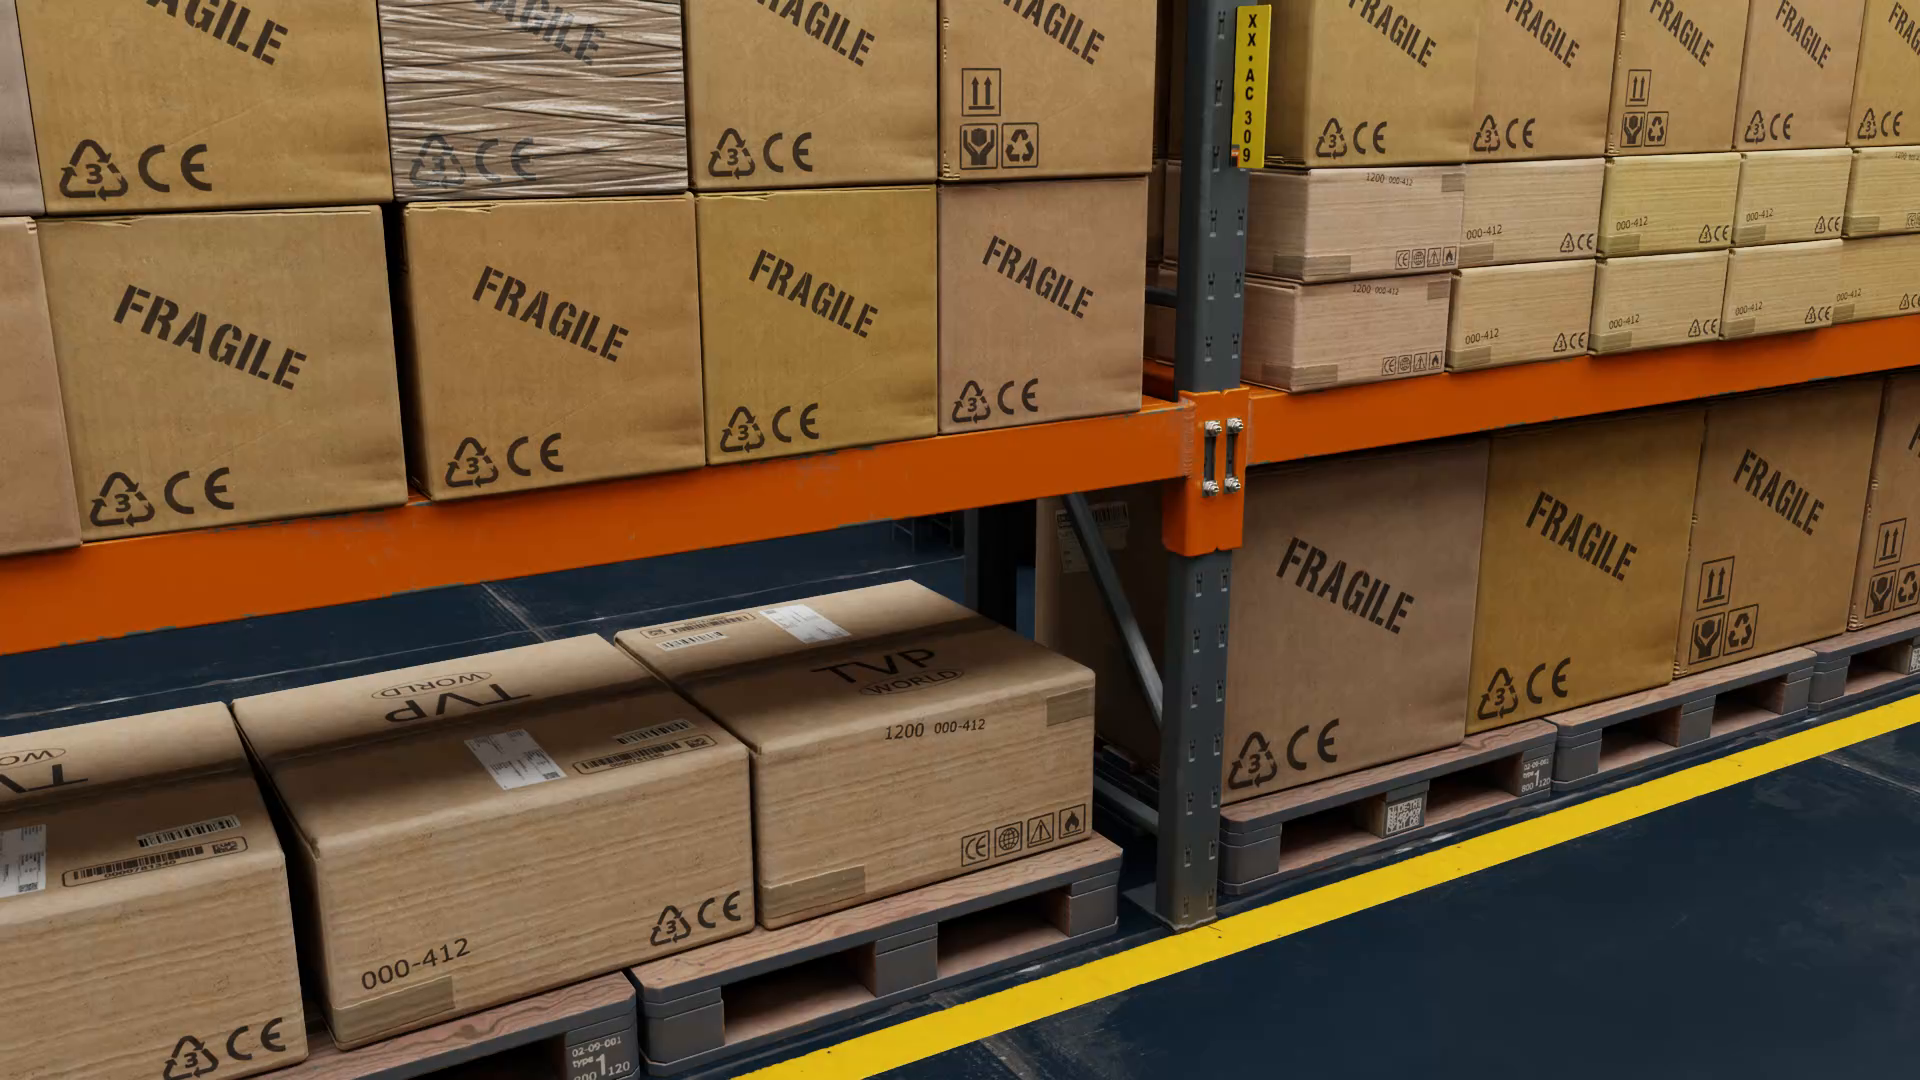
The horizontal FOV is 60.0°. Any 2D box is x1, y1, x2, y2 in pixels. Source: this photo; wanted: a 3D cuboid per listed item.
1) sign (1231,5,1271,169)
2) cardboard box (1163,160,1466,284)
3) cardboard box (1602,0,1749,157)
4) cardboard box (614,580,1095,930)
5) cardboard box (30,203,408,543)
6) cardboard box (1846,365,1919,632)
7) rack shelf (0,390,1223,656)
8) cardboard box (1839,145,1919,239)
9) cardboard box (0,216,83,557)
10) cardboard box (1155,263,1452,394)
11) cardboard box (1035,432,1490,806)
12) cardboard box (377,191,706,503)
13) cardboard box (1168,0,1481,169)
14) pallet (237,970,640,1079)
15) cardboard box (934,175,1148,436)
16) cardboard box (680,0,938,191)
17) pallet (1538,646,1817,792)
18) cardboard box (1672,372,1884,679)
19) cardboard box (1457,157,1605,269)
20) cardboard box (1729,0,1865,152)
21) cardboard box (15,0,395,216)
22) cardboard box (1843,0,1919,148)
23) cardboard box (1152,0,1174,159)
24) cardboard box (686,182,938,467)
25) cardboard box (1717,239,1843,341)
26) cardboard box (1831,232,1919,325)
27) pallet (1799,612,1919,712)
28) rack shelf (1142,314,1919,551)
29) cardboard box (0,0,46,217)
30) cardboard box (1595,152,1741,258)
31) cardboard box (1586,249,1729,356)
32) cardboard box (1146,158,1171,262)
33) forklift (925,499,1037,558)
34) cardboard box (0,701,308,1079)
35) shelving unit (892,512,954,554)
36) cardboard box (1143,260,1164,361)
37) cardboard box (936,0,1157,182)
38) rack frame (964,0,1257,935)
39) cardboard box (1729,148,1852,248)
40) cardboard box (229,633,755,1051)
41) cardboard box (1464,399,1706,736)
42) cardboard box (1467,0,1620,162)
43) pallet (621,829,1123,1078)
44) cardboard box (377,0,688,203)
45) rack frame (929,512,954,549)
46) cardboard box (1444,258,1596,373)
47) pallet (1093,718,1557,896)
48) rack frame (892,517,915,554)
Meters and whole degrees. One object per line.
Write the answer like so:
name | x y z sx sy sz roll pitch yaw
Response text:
sign | 0.605 -0.942 3.463 0.005 0.325 0.100 -9 18 -30
cardboard box | 0.840 -0.780 3.986 0.500 0.250 0.500 -10 18 -31
cardboard box | 1.696 -1.286 4.402 0.500 0.500 0.500 -10 18 -31
cardboard box | -0.276 0.479 4.114 0.875 0.438 0.875 -10 18 -31
cardboard box | -1.266 -0.325 2.825 0.500 0.500 0.500 -9 18 -28
cardboard box | 3.112 -0.274 5.987 0.875 0.875 0.875 -9 18 -30
rack shelf | -1.396 0.009 3.153 4.000 0.370 1.077 -9 18 -30
cardboard box | 2.596 -1.066 5.006 0.500 0.250 0.500 -10 18 -31
cardboard box | -1.687 -0.251 2.563 0.500 0.500 0.500 -9 18 -30
cardboard box | 0.831 -0.543 4.068 0.500 0.250 0.500 -10 18 -31
cardboard box | 0.808 0.101 4.651 0.875 0.875 0.875 -9 18 -28
cardboard box | -0.810 -0.394 3.072 0.500 0.500 0.500 -10 18 -31
cardboard box | 0.843 -1.140 3.880 0.500 0.500 0.500 -9 18 -29
pallet | -1.421 0.986 3.503 1.213 0.211 1.003 -9 18 -30
cardboard box | 0.052 -0.540 3.593 0.500 0.500 0.500 -9 18 -29
cardboard box | -0.383 -0.947 3.192 0.500 0.500 0.500 -10 18 -31
pallet | 1.987 0.432 5.478 1.213 0.211 1.003 -9 18 -30
cardboard box | 2.345 -0.151 5.549 0.875 0.875 0.875 -9 18 -29
cardboard box | 1.273 -0.859 4.268 0.500 0.250 0.500 -9 18 -29
cardboard box | 2.136 -1.359 4.664 0.500 0.500 0.500 -10 18 -31
cardboard box | -1.249 -0.806 2.690 0.500 0.500 0.500 -9 18 -29
cardboard box | 2.574 -1.428 4.908 0.500 0.500 0.500 -9 18 -30
cardboard box | 0.572 -1.265 4.328 0.500 0.500 0.500 -9 18 -28
cardboard box | -0.386 -0.467 3.334 0.500 0.500 0.500 -10 18 -31
cardboard box | 2.155 -0.750 4.807 0.500 0.250 0.500 -10 18 -31
cardboard box | 2.577 -0.828 5.084 0.500 0.250 0.500 -9 18 -30
pallet | 3.032 0.263 6.079 1.213 0.211 1.003 -9 18 -30
rack shelf | 2.032 -0.547 5.137 4.000 0.370 1.077 -9 18 -30
cardboard box | -1.676 -0.737 2.442 0.500 0.500 0.500 -9 18 -30
cardboard box | 1.719 -0.923 4.496 0.500 0.250 0.500 -9 18 -29
cardboard box | 1.721 -0.683 4.567 0.500 0.250 0.500 -9 18 -30
cardboard box | 0.571 -0.901 4.420 0.500 0.250 0.500 -9 18 -30
forklift | 1.291 -1.578 7.611 3.031 2.935 1.130 -7 17 -25
cardboard box | -1.816 0.728 3.224 0.875 0.438 0.875 -9 18 -28
shelving unit | -0.165 -0.558 7.177 0.189 1.200 0.258 -7 17 -25
cardboard box | 0.573 -0.664 4.498 0.500 0.250 0.500 -10 18 -31
cardboard box | 0.056 -1.015 3.437 0.500 0.500 0.500 -9 18 -30
rack frame | 0.318 -0.615 4.048 0.127 3.000 1.000 -9 18 -30
cardboard box | 2.151 -0.994 4.748 0.500 0.250 0.500 -10 18 -31
cardboard box | -1.043 0.603 3.670 0.875 0.438 0.875 -10 18 -31
cardboard box | 1.578 -0.027 5.106 0.875 0.875 0.875 -9 18 -28
cardboard box | 1.265 -1.217 4.155 0.500 0.500 0.500 -9 18 -30
pallet | -0.374 0.815 4.112 1.213 0.211 1.003 -9 18 -30
cardboard box | -0.815 -0.874 2.932 0.500 0.500 0.500 -9 18 -29
rack frame | -0.083 -0.569 7.216 0.006 1.200 0.240 -7 17 -25
cardboard box | 1.274 -0.616 4.326 0.500 0.250 0.500 -10 18 -31
pallet | 0.941 0.603 4.869 1.213 0.211 1.003 -9 18 -30
rack frame | -0.248 -0.547 7.139 0.006 1.200 0.240 -7 17 -25
